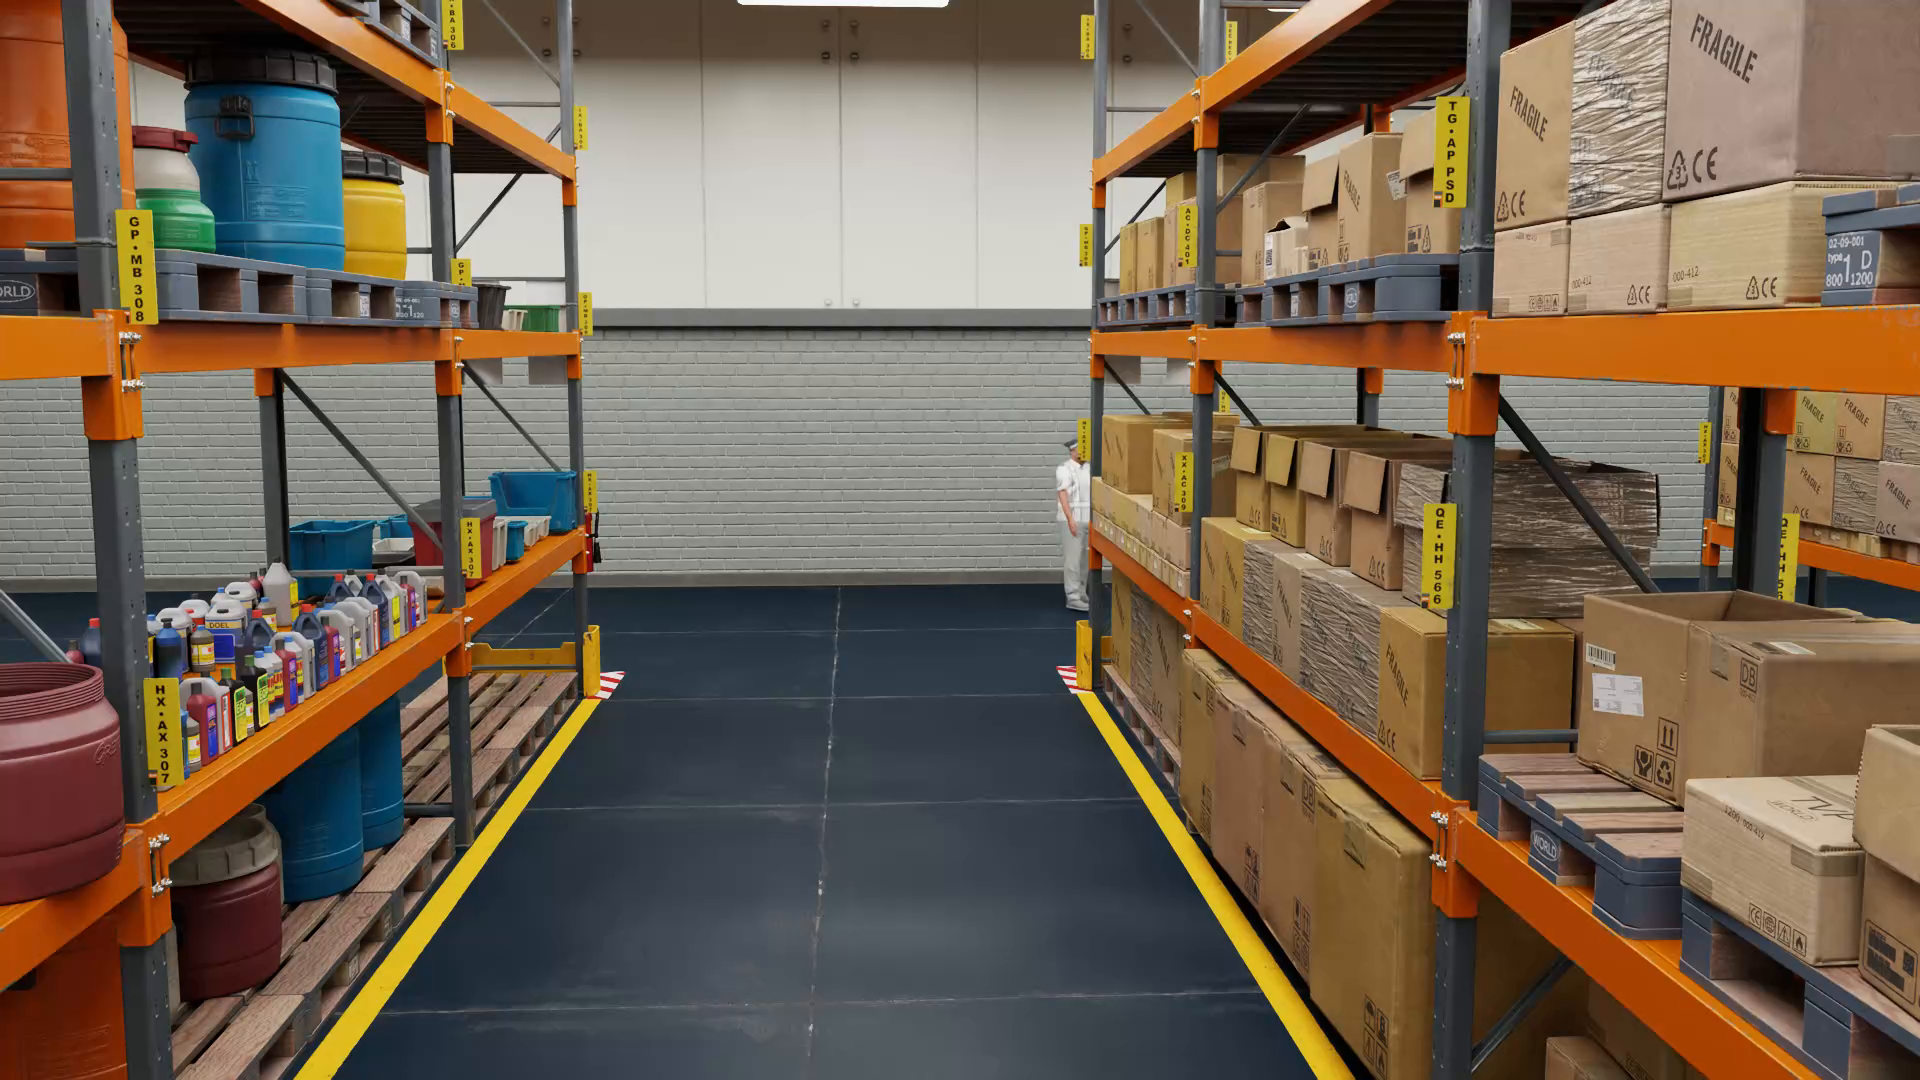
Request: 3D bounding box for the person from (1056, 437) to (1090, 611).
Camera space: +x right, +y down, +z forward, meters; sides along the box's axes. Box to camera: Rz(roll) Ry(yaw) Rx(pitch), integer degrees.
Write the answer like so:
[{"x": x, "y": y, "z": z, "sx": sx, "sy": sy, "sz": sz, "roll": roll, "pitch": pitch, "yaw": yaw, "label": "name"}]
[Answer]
[{"x": 1.284, "y": -0.187, "z": 17.053, "sx": 0.576, "sy": 1.778, "sz": 0.551, "roll": -7, "pitch": 9, "yaw": -44, "label": "person"}]
